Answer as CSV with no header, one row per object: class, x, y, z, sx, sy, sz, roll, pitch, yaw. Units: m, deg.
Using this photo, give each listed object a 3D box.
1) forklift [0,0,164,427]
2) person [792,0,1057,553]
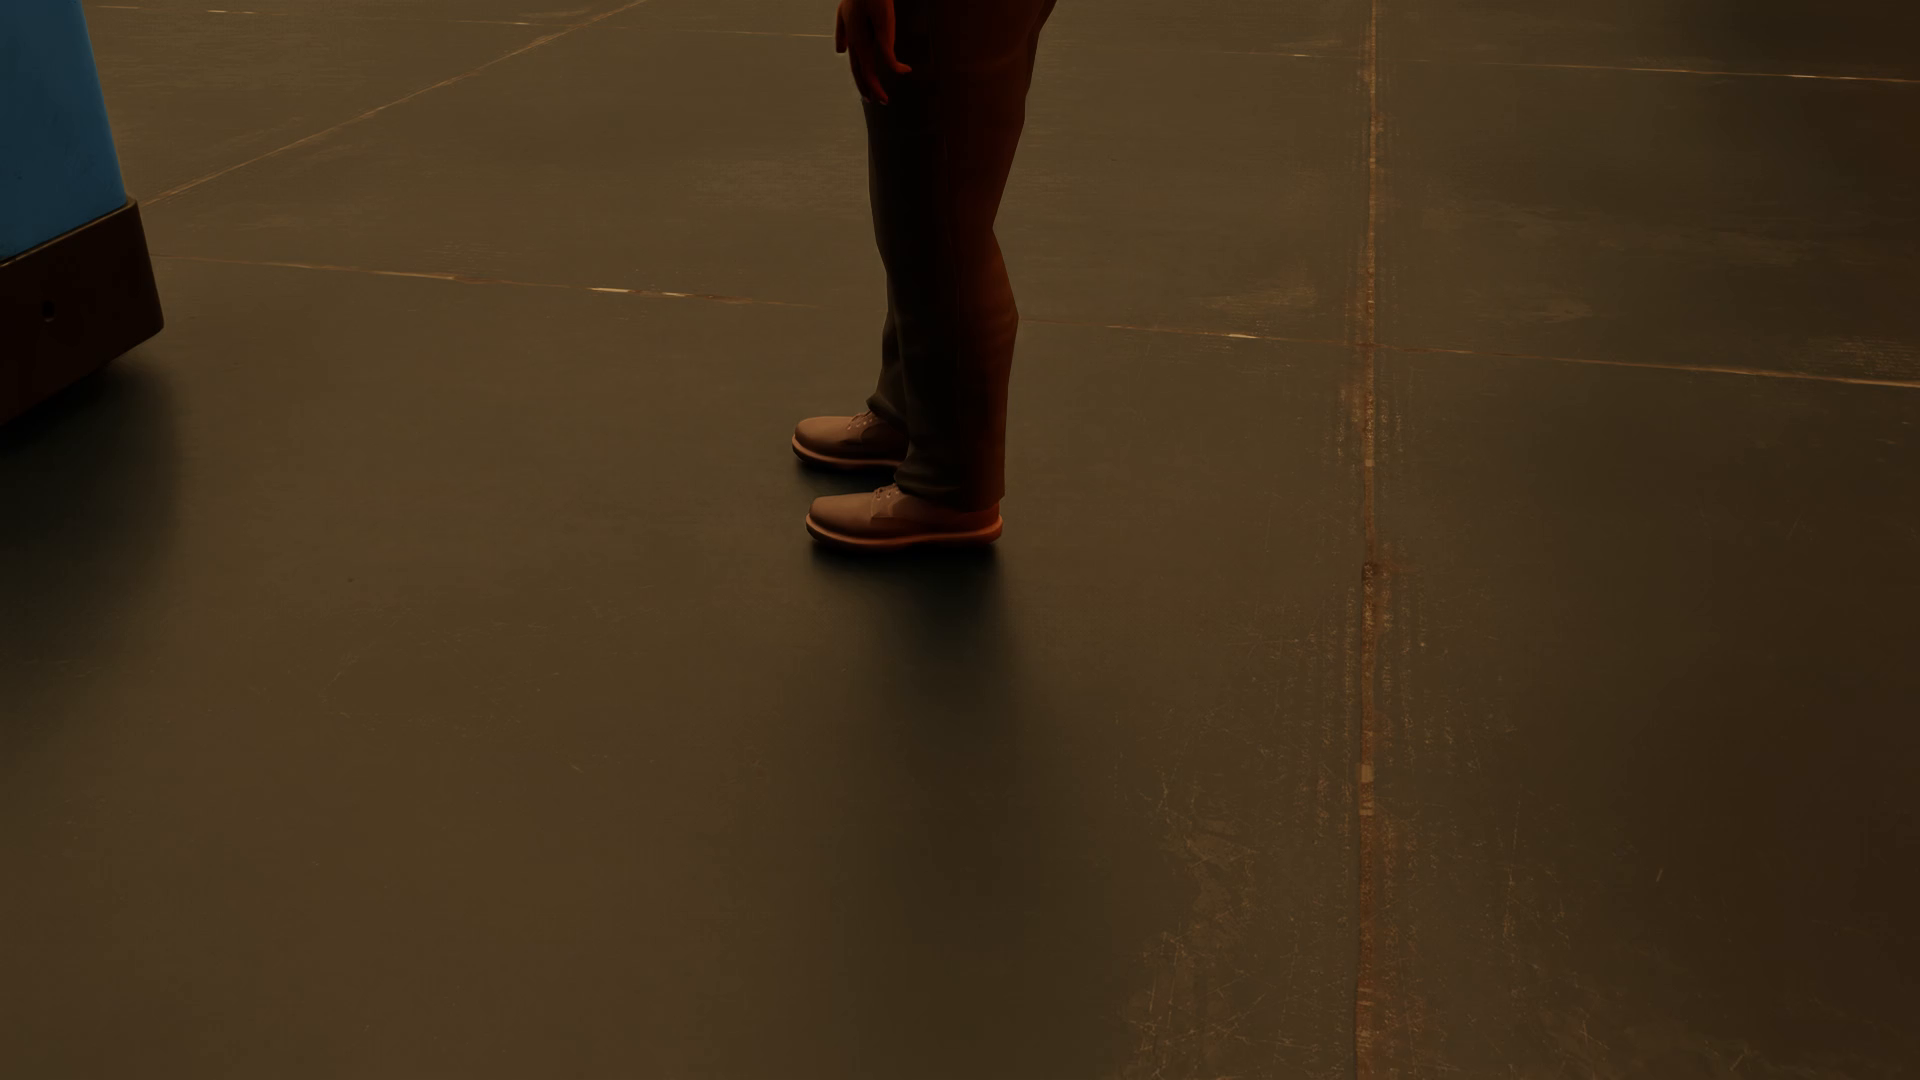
forklift,-3.056,-1.535,2.289,3.031,2.935,1.130,4,27,7
person,-0.081,-0.763,2.159,0.503,1.656,0.569,6,27,11
